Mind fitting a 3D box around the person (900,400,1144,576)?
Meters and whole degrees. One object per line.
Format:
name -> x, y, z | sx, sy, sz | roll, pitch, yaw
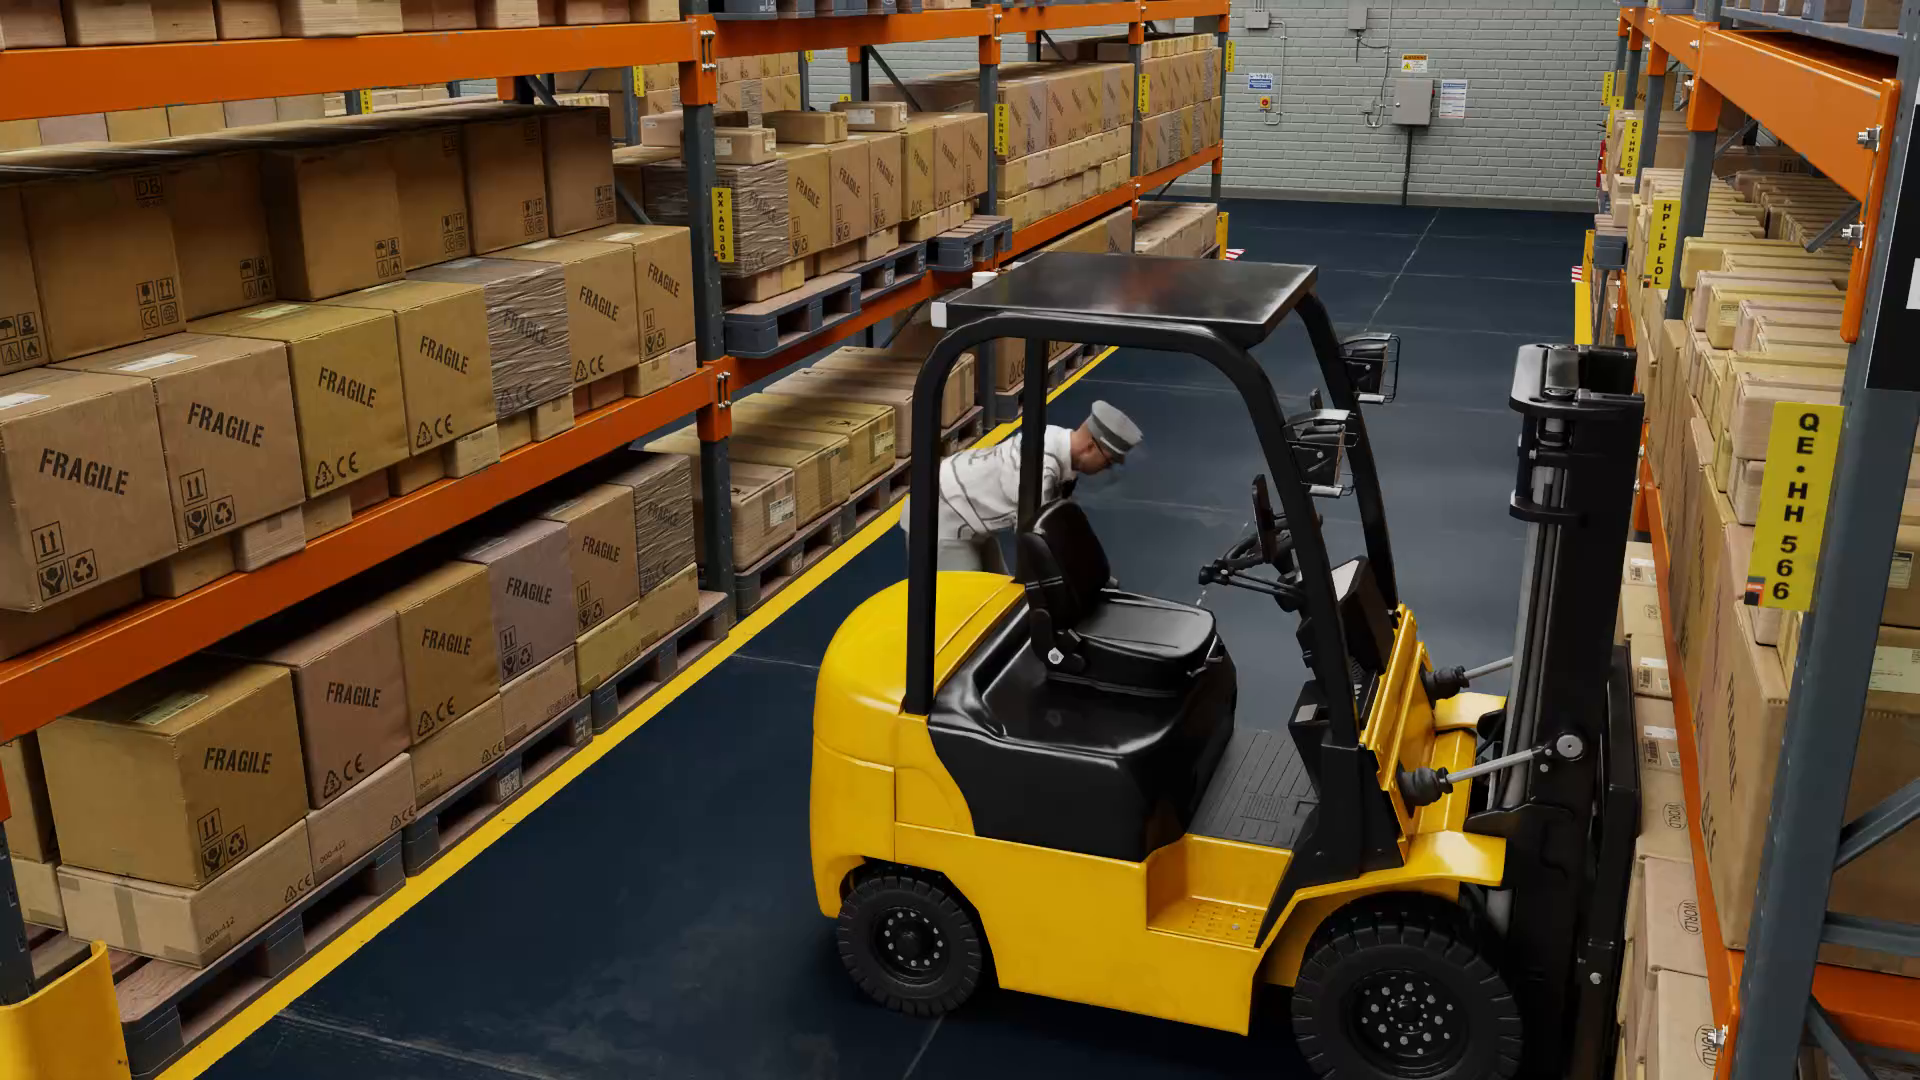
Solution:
person -> 0.244, 0.116, 6.748 | 0.962, 1.413, 0.501 | 6, 19, 17
